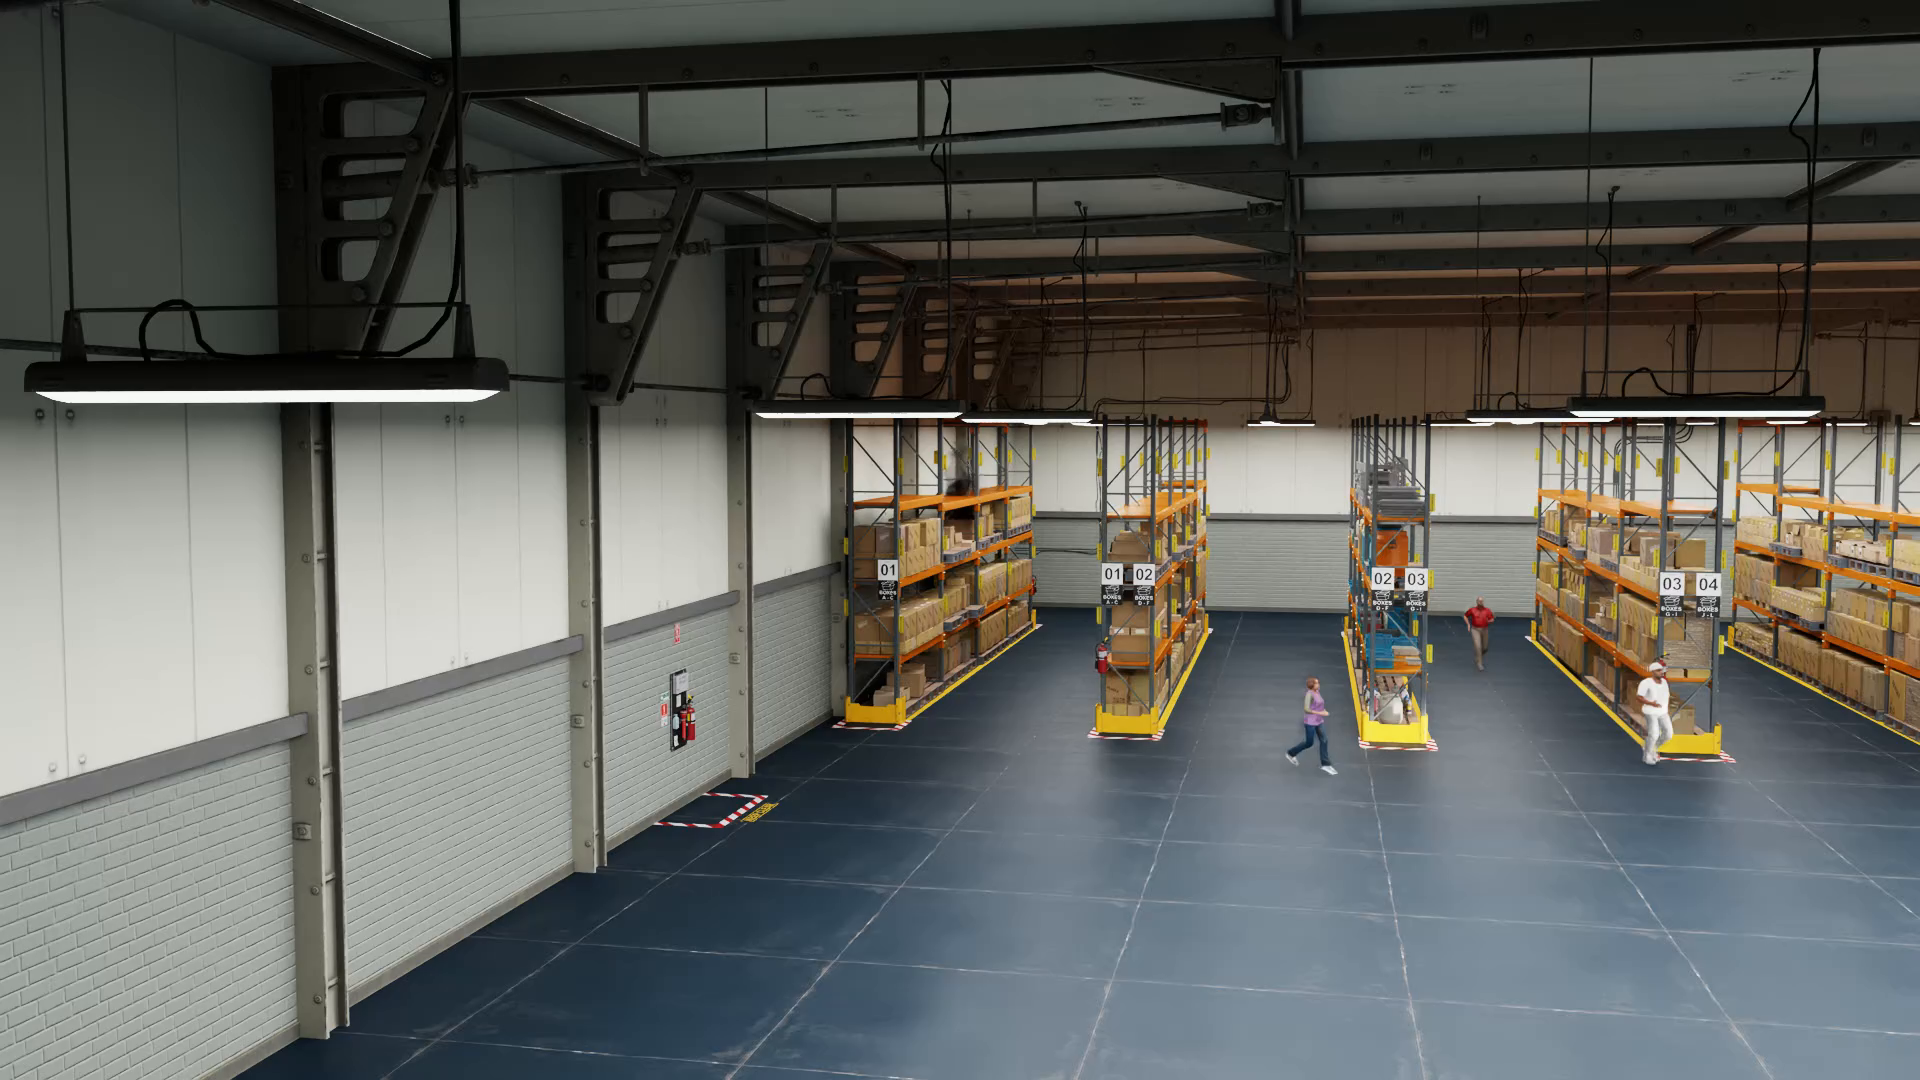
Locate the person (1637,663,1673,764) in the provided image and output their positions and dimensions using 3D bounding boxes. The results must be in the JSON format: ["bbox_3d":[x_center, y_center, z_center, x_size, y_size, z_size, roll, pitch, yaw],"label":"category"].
[{"bbox_3d":[11.902,2.960,28.348,0.701,1.738,0.545,-1,4,-18],"label":"person"}]

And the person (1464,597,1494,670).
[{"bbox_3d":[12.425,2.214,39.729,0.672,1.694,0.894,0,4,1],"label":"person"}]

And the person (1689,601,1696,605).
[{"bbox_3d":[19.061,1.967,43.625,0.699,1.707,0.587,2,4,26],"label":"person"}]

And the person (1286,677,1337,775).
[{"bbox_3d":[5.881,3.074,27.738,0.887,1.600,0.552,3,5,38],"label":"person"}]
